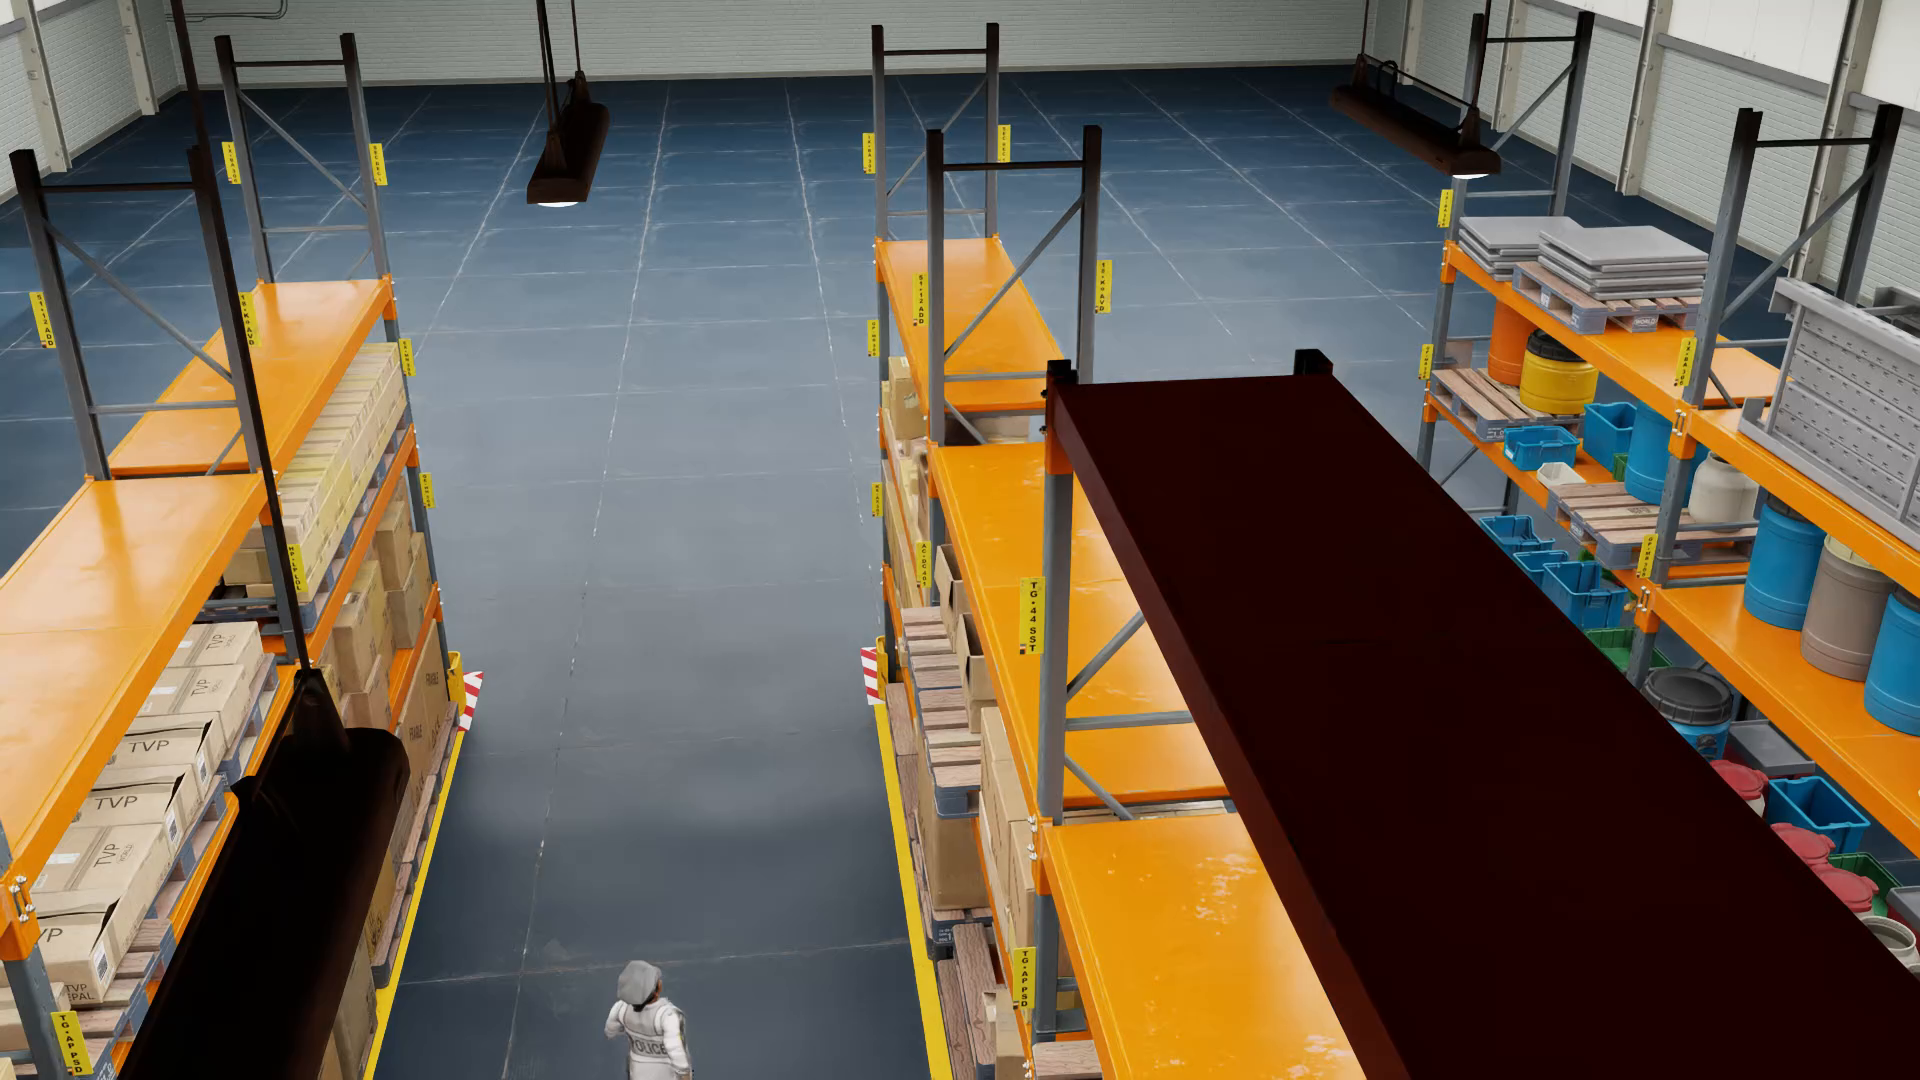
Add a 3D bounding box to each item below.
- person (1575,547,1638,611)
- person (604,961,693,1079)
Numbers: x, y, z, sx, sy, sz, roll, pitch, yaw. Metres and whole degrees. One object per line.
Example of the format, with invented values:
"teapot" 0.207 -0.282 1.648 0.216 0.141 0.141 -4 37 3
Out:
"person" 6.484 -0.020 16.512 0.862 1.748 0.490 15 29 28
"person" -1.830 3.194 9.865 0.537 1.738 0.782 -1 26 -3
